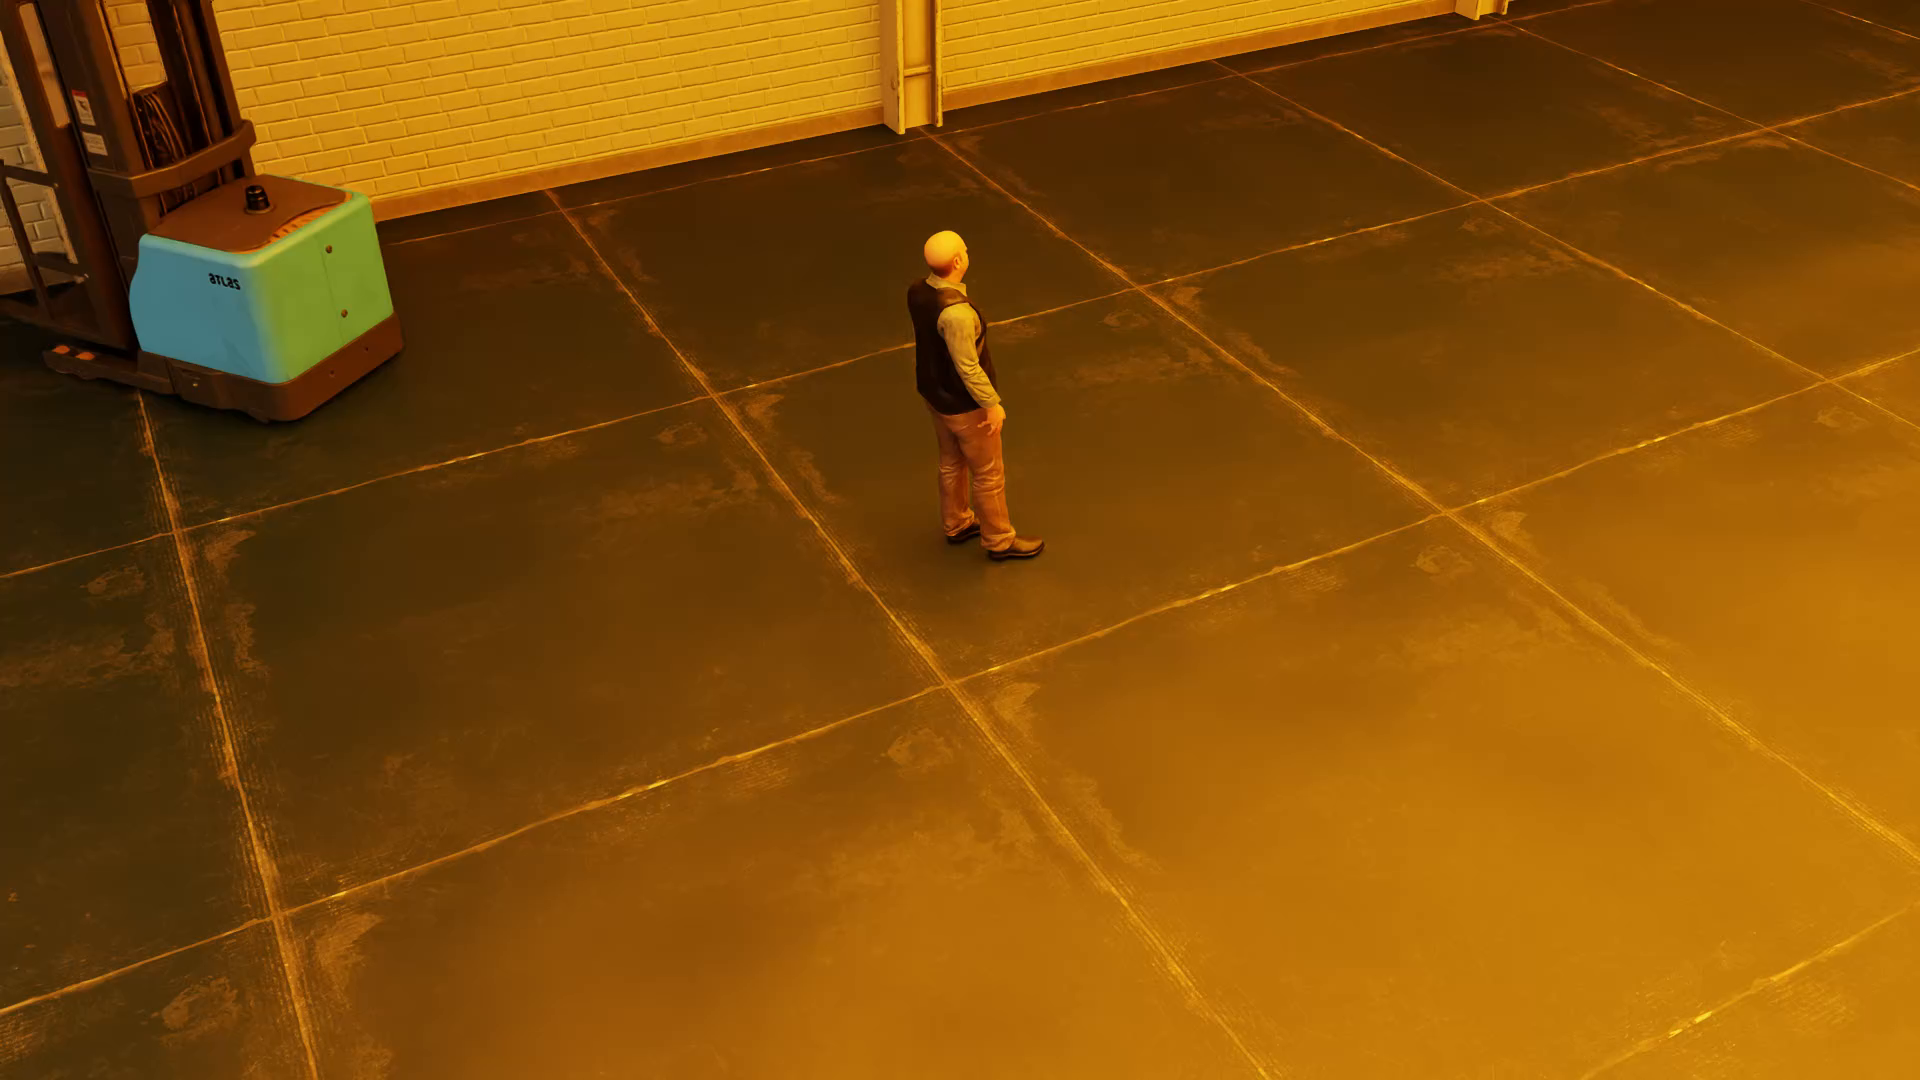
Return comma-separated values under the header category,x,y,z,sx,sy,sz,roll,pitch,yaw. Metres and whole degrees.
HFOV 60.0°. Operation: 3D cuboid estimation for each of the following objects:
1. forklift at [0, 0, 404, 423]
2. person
category,x,y,z,sx,sy,sz,roll,pitch,yaw
forklift,-4.980,-2.424,9.552,3.031,2.935,1.130,14,38,19
person,0.059,-0.723,8.180,0.566,1.722,0.634,-17,39,-23
